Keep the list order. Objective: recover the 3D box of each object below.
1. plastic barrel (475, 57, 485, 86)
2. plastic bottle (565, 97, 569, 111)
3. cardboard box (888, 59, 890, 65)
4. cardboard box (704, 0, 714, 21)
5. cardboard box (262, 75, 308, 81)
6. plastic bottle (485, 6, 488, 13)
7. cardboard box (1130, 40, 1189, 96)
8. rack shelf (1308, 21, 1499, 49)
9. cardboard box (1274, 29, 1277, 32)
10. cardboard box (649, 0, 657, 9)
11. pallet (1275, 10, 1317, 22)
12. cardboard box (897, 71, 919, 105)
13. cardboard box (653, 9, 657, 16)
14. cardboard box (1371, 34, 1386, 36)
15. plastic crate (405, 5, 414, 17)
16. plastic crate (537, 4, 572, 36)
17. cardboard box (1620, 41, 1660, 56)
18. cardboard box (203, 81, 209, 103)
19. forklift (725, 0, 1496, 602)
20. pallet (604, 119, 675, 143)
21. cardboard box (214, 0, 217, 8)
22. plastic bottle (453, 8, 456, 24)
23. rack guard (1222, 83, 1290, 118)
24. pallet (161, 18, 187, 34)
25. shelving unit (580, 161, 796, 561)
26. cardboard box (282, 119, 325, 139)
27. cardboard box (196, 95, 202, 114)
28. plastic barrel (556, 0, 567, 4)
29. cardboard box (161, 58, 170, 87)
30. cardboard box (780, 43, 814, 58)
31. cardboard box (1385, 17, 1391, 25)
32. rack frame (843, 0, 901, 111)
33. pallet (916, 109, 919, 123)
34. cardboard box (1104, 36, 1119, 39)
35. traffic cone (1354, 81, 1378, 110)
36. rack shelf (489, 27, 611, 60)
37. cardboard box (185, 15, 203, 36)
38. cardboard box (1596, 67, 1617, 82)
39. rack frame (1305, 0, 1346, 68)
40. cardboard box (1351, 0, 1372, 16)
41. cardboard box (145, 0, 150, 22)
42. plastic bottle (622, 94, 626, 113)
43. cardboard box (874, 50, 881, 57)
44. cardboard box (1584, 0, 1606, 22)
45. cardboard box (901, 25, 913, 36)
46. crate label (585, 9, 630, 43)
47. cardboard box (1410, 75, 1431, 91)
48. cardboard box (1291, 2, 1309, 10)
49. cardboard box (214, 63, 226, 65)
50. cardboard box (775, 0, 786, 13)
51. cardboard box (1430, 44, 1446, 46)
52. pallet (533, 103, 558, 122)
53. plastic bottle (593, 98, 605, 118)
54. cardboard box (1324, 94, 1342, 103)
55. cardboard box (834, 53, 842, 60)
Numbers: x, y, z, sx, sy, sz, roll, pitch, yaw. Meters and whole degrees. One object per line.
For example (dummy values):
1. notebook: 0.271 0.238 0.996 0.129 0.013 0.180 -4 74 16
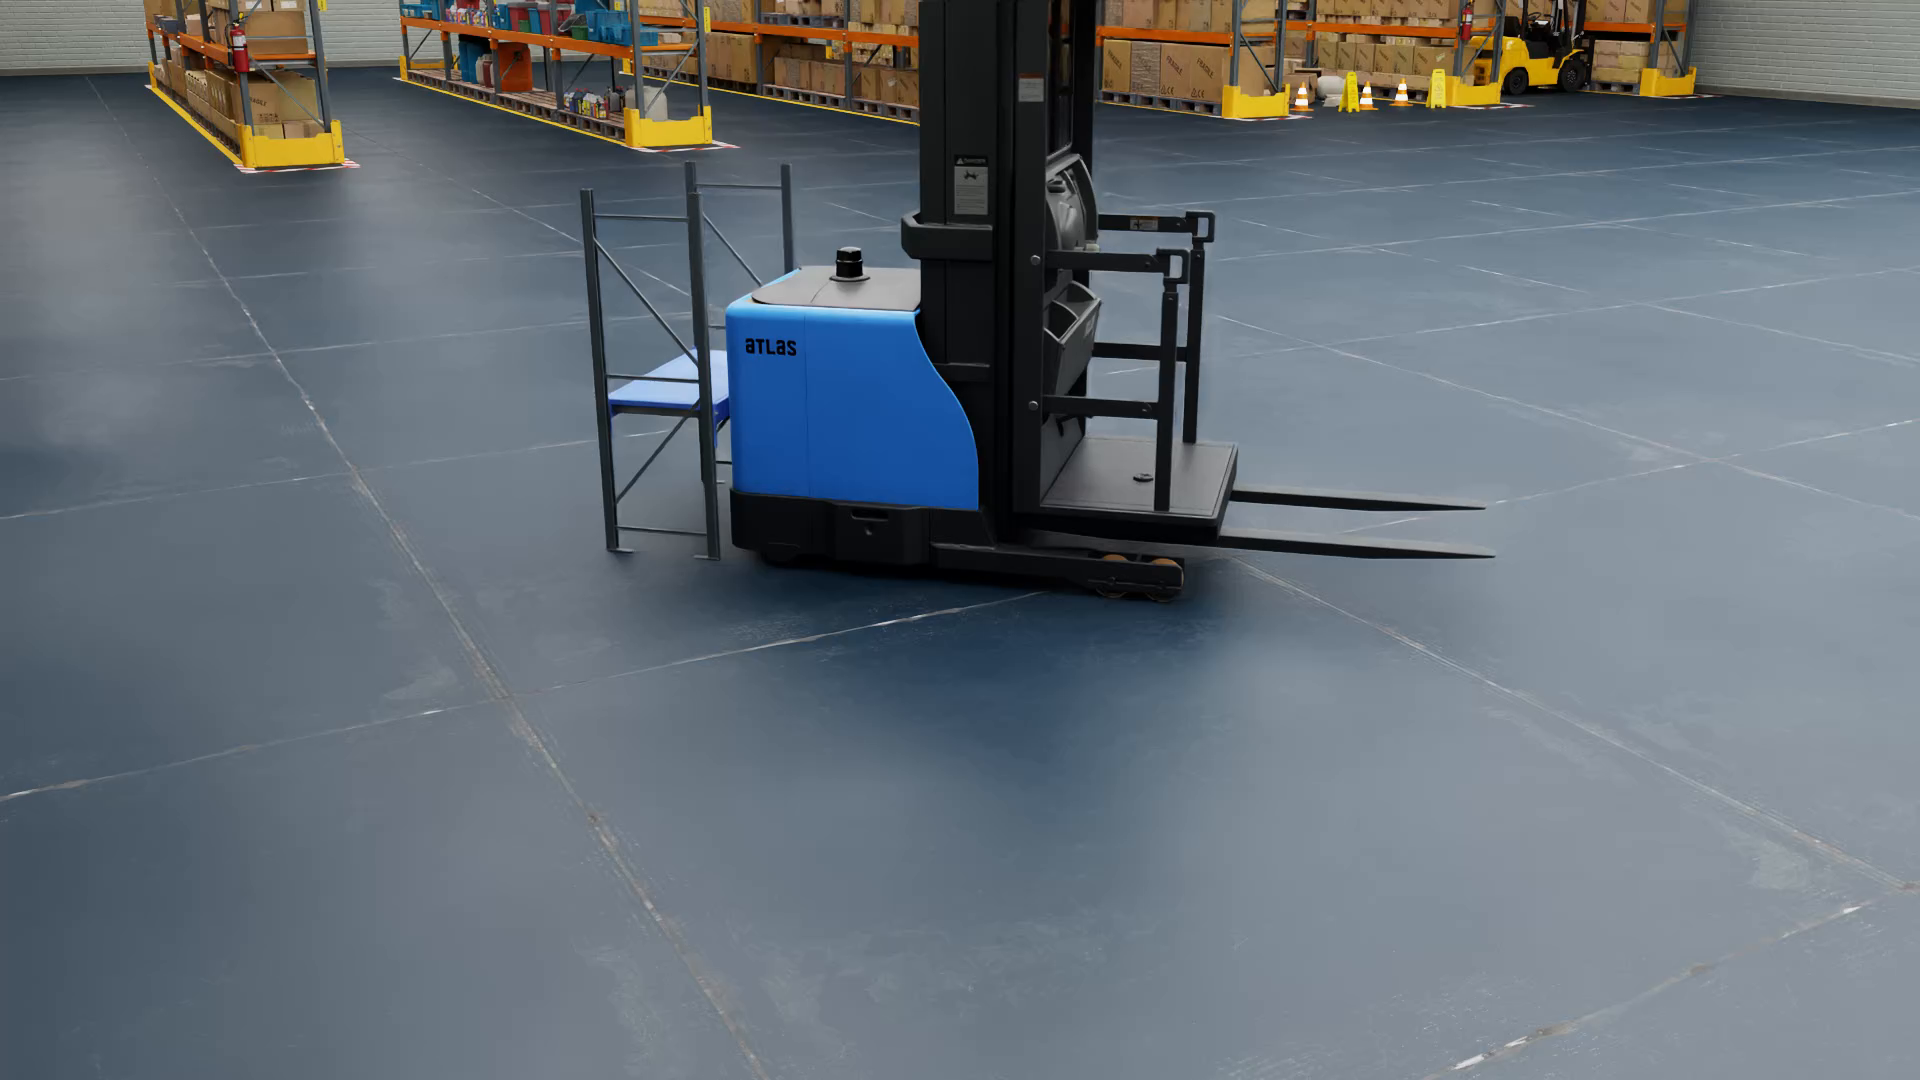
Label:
1. plastic barrel: -8.870 -8.805 31.219 0.421 0.512 0.421 0 19 0
2. plastic bottle: -6.026 -6.720 25.624 0.097 0.201 0.097 0 19 0
3. cardboard box: -1.403 -10.825 37.631 0.380 0.149 0.250 -9 21 -25
4. cardboard box: -4.805 -10.676 33.319 0.500 0.500 0.500 -11 22 -28
5. cardboard box: -8.848 -5.836 21.867 0.500 0.500 0.500 -10 21 -27
6. plastic bottle: -8.953 -10.008 31.613 0.144 0.351 0.185 -10 21 -27
7. cardboard box: 3.601 -8.275 29.127 0.875 0.875 0.875 -10 21 -26
8. rack shelf: 8.190 -9.412 30.911 1.077 0.370 4.000 -10 21 -27
9. cardboard box: 7.944 -12.504 40.964 0.380 0.149 0.250 -11 22 -28
10. cardboard box: -6.448 -11.684 36.167 0.500 0.250 0.500 -10 22 -28
11. pallet: 7.006 -10.477 33.190 1.003 0.211 1.213 -10 21 -27
12. cardboard box: -0.684 -7.358 27.043 0.500 0.500 0.500 -12 22 -31
13. cardboard box: -6.443 -11.448 36.093 0.380 0.149 0.250 -10 21 -26
14. cardboard box: 9.734 -11.766 38.824 0.380 0.149 0.250 -9 21 -24
15. plastic crate: -11.398 -11.107 34.886 0.416 0.233 0.300 -10 21 -27
16. plastic crate: -6.339 -8.146 26.041 0.402 0.464 0.583 -10 21 -27
17. cardboard box: 13.013 -9.403 31.821 0.500 0.250 0.500 -9 21 -25
18. cardboard box: -10.646 -6.493 24.062 0.500 0.311 0.500 -10 21 -27
19. forklift: 0.629 -1.336 6.510 3.031 2.935 1.130 4 20 13
20. pallet: -4.399 -5.806 23.633 1.003 0.211 1.213 -10 21 -27
21. cardboard box: -9.875 -7.283 22.493 0.380 0.149 0.250 -10 22 -27
22. plastic bottle: -9.550 -9.925 31.493 0.097 0.271 0.097 0 19 0
23. rack guard: 4.843 -7.193 27.212 1.175 0.500 0.348 -10 21 -27
24. pallet: -12.484 -8.499 27.457 1.213 0.211 1.003 -10 21 -27
25. shelving unit: -1.113 -0.808 7.171 0.538 1.500 1.048 5 20 14
26. cardboard box: -8.360 -5.196 21.164 0.500 0.250 0.500 -10 21 -27
27. cardboard box: -11.375 -6.669 25.431 0.500 0.250 0.500 -10 21 -26
28. plastic barrel: -6.450 -8.607 27.268 0.433 0.535 0.433 0 19 0
29. cardboard box: -14.520 -8.700 30.904 0.500 0.500 0.500 -10 21 -27
30. cardboard box: -3.036 -9.132 31.007 0.500 0.250 0.500 -9 21 -24
31. cardboard box: 8.065 -9.575 30.666 0.380 0.149 0.250 -10 21 -27
32. rack frame: -1.481 -8.791 28.009 1.000 3.000 0.127 -10 21 -27
33. pallet: 0.028 -6.585 25.891 1.003 0.211 1.213 -10 21 -27
34. cardboard box: 3.806 -11.651 38.911 0.875 0.875 0.875 -9 21 -25
35. traffic cone: 6.985 -7.633 28.541 0.336 0.463 0.334 -10 21 -27
36. rack shelf: -6.790 -8.258 27.567 1.077 0.370 4.000 -10 21 -27
37. cardboard box: -11.846 -8.077 26.077 0.500 0.311 0.500 -10 22 -27
38. cardboard box: 12.777 -9.077 32.408 0.500 0.250 0.500 -10 21 -27
39. rack frame: 7.240 -10.326 32.458 1.000 3.000 0.127 -10 21 -27
40. cardboard box: 7.690 -10.058 31.071 0.500 0.500 0.500 -10 21 -27
41. cardboard box: -15.671 -10.434 32.618 0.500 0.500 0.500 -10 22 -27
42. plastic bottle: -5.056 -6.596 25.137 0.061 0.283 0.133 -10 21 -27
43. cardboard box: -1.749 -11.167 38.165 0.380 0.149 0.250 -9 21 -25
44. cardboard box: 12.560 -10.393 32.498 0.500 0.500 0.500 -10 22 -28
45. cardboard box: -0.703 -7.988 26.068 0.380 0.149 0.250 -10 21 -27
46. crate label: -5.052 -7.379 23.862 0.502 0.435 0.616 -10 21 -27
47. cardboard box: 8.508 -8.274 30.082 0.500 0.250 0.500 -10 21 -27
48. cardboard box: 6.753 -10.511 32.734 0.380 0.149 0.250 -10 21 -26
49. cardboard box: -12.805 -8.050 29.021 0.500 0.500 0.500 -11 22 -28
50. cardboard box: -3.089 -10.036 30.821 0.500 0.500 0.500 -13 23 -33
51. cardboard box: 8.736 -8.861 30.635 0.500 0.500 0.500 -11 22 -29
52. pallet: -6.247 -6.925 26.877 1.003 0.211 1.213 -10 21 -27
53. plastic bottle: -5.294 -6.332 24.384 0.152 0.276 0.135 -10 21 -26
54. cardboard box: 6.740 -7.893 29.778 0.380 0.149 0.250 1 19 2
55. cardboard box: -2.799 -11.626 39.952 0.380 0.149 0.250 -10 21 -26
